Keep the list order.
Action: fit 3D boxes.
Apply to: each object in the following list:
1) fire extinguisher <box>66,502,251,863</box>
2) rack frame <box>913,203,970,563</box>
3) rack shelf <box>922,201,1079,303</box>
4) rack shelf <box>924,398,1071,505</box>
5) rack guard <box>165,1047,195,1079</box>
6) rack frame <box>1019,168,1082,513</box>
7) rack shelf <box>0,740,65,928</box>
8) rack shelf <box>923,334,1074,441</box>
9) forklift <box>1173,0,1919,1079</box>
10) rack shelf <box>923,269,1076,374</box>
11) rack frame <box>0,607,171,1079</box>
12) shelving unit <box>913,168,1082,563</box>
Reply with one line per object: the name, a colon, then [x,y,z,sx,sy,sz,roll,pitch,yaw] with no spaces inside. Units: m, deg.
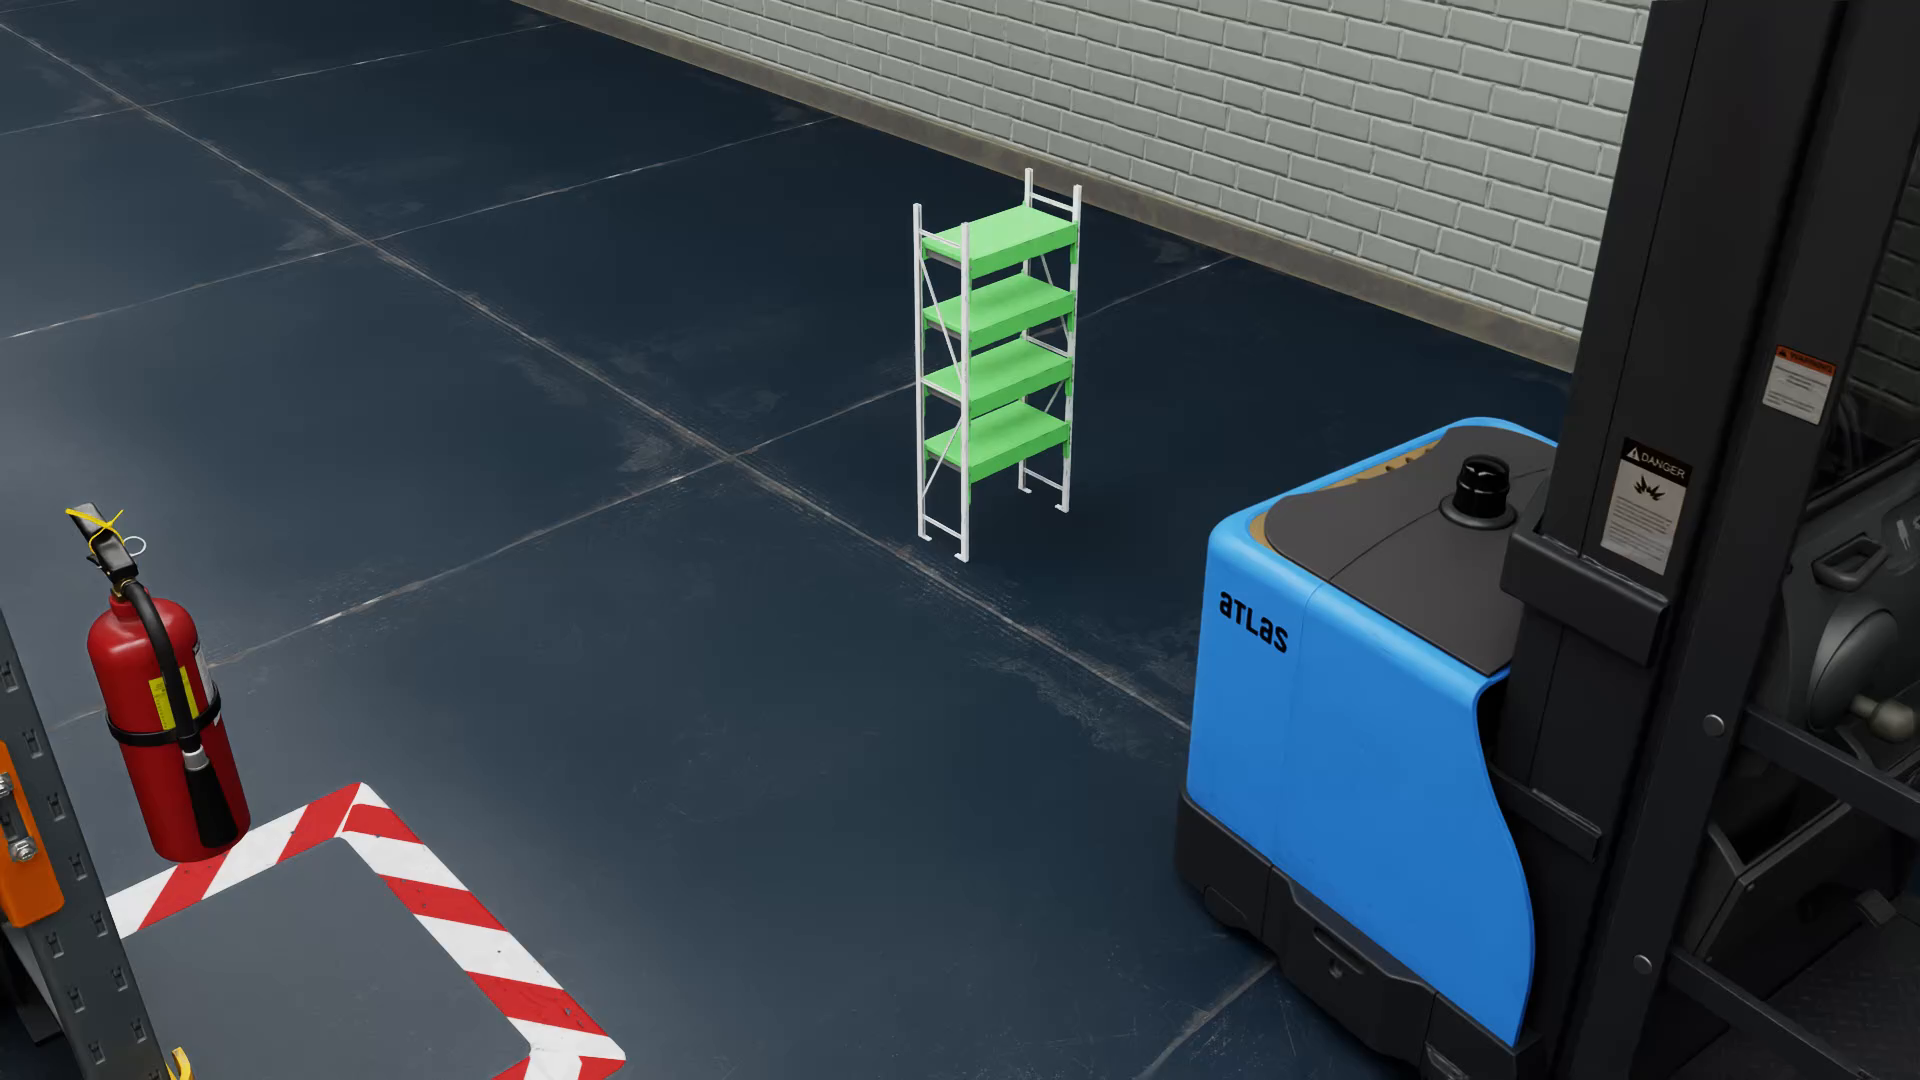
fire extinguisher: [-1.396,0.254,2.891,0.183,0.674,0.296,-26,40,-35]
rack frame: [-0.058,-0.484,5.391,0.015,1.200,0.240,-26,40,-35]
rack shelf: [0.121,-0.926,5.316,0.480,0.148,0.258,-26,40,-35]
rack shelf: [0.121,-0.311,5.692,0.480,0.148,0.258,-26,40,-35]
rack guard: [-1.950,1.068,3.524,0.348,0.500,1.175,-26,40,-35]
rack frame: [0.300,-0.657,5.675,0.015,1.200,0.240,-26,40,-35]
rack shelf: [-3.361,0.991,1.943,4.000,0.370,1.077,-26,40,-35]
rack shelf: [0.121,-0.516,5.566,0.480,0.148,0.258,-26,40,-35]
forklift: [1.822,0.099,2.779,1.130,2.935,3.031,-21,37,-30]
rack shelf: [0.121,-0.721,5.441,0.480,0.148,0.258,-26,40,-35]
rack frame: [-1.894,-0.025,2.916,0.127,3.000,1.000,-26,40,-35]
shelving unit: [0.121,-0.571,5.533,0.503,1.200,0.258,-26,40,-35]
